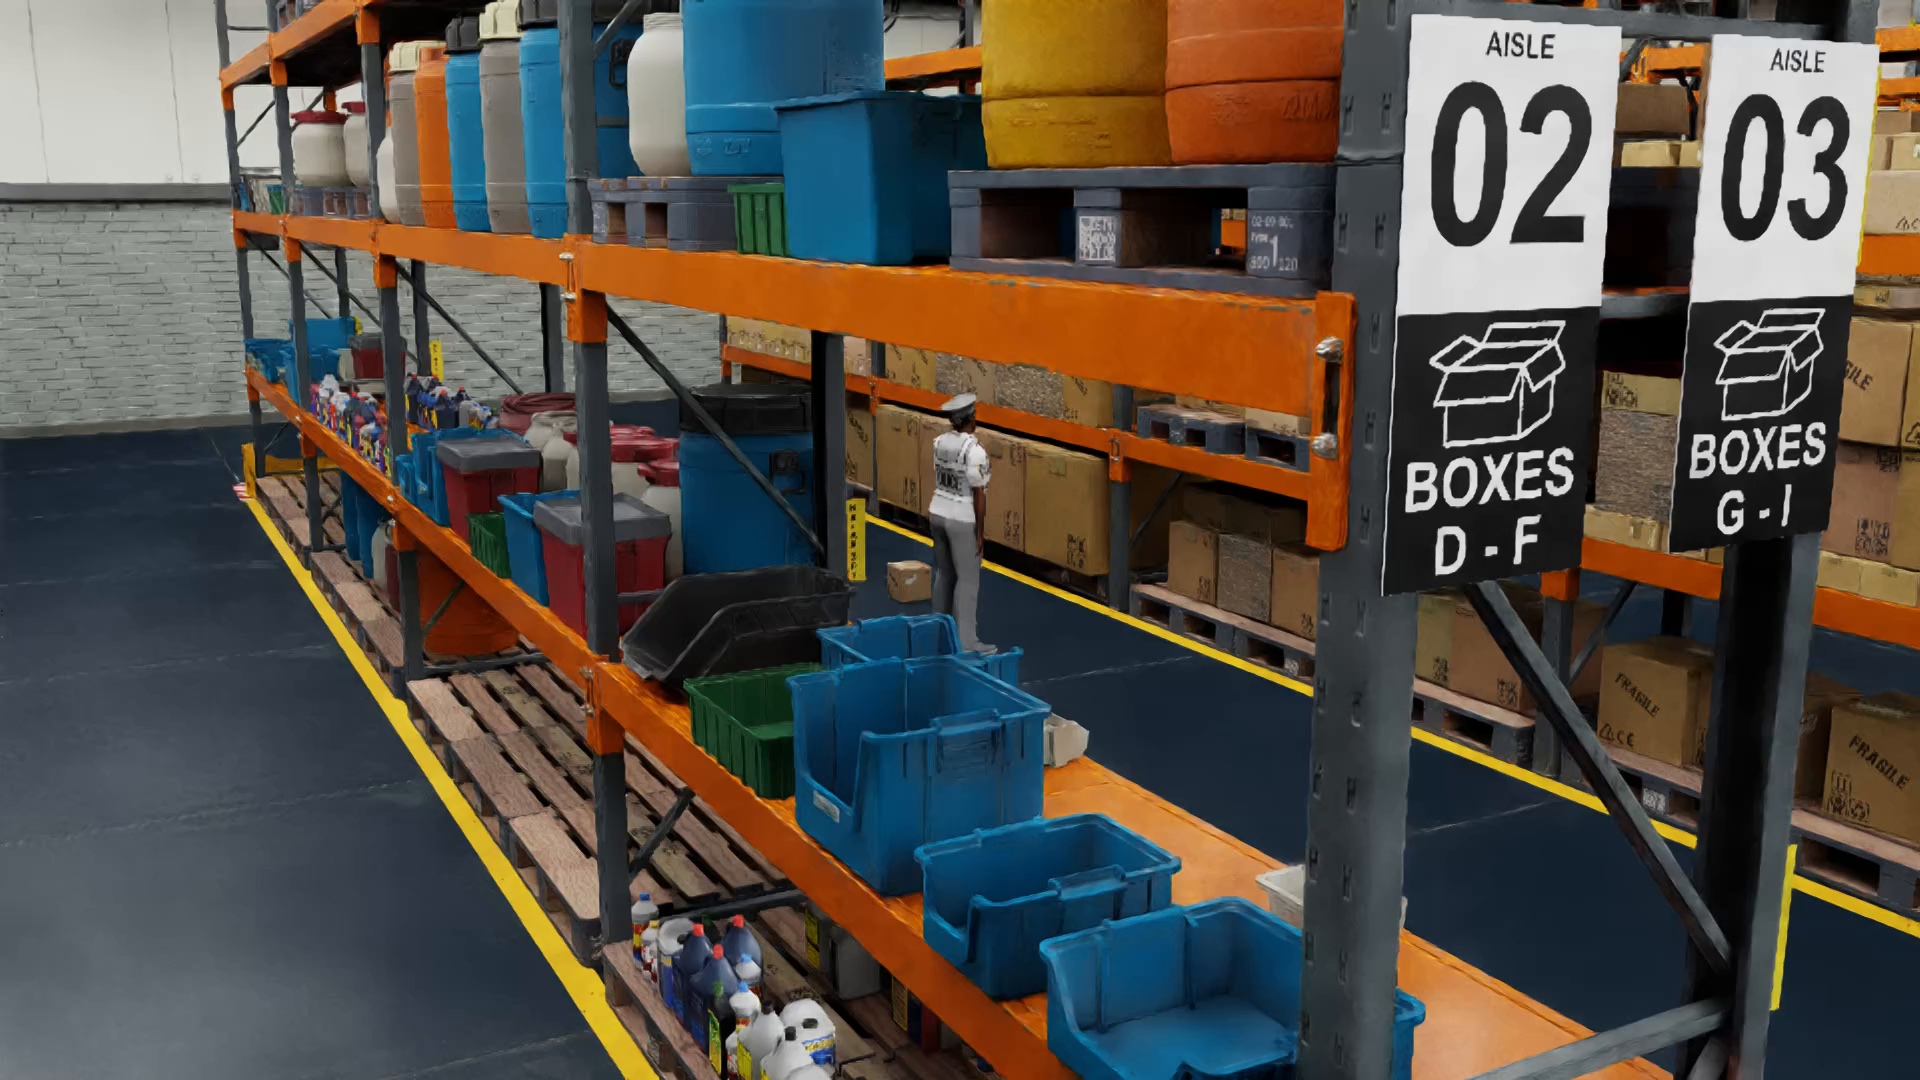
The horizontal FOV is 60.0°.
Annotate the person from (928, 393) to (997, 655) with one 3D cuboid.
[{"bbox_3d":[0.001,-0.106,10.809,0.360,1.688,0.501,-10,15,-39],"label":"person"}]
